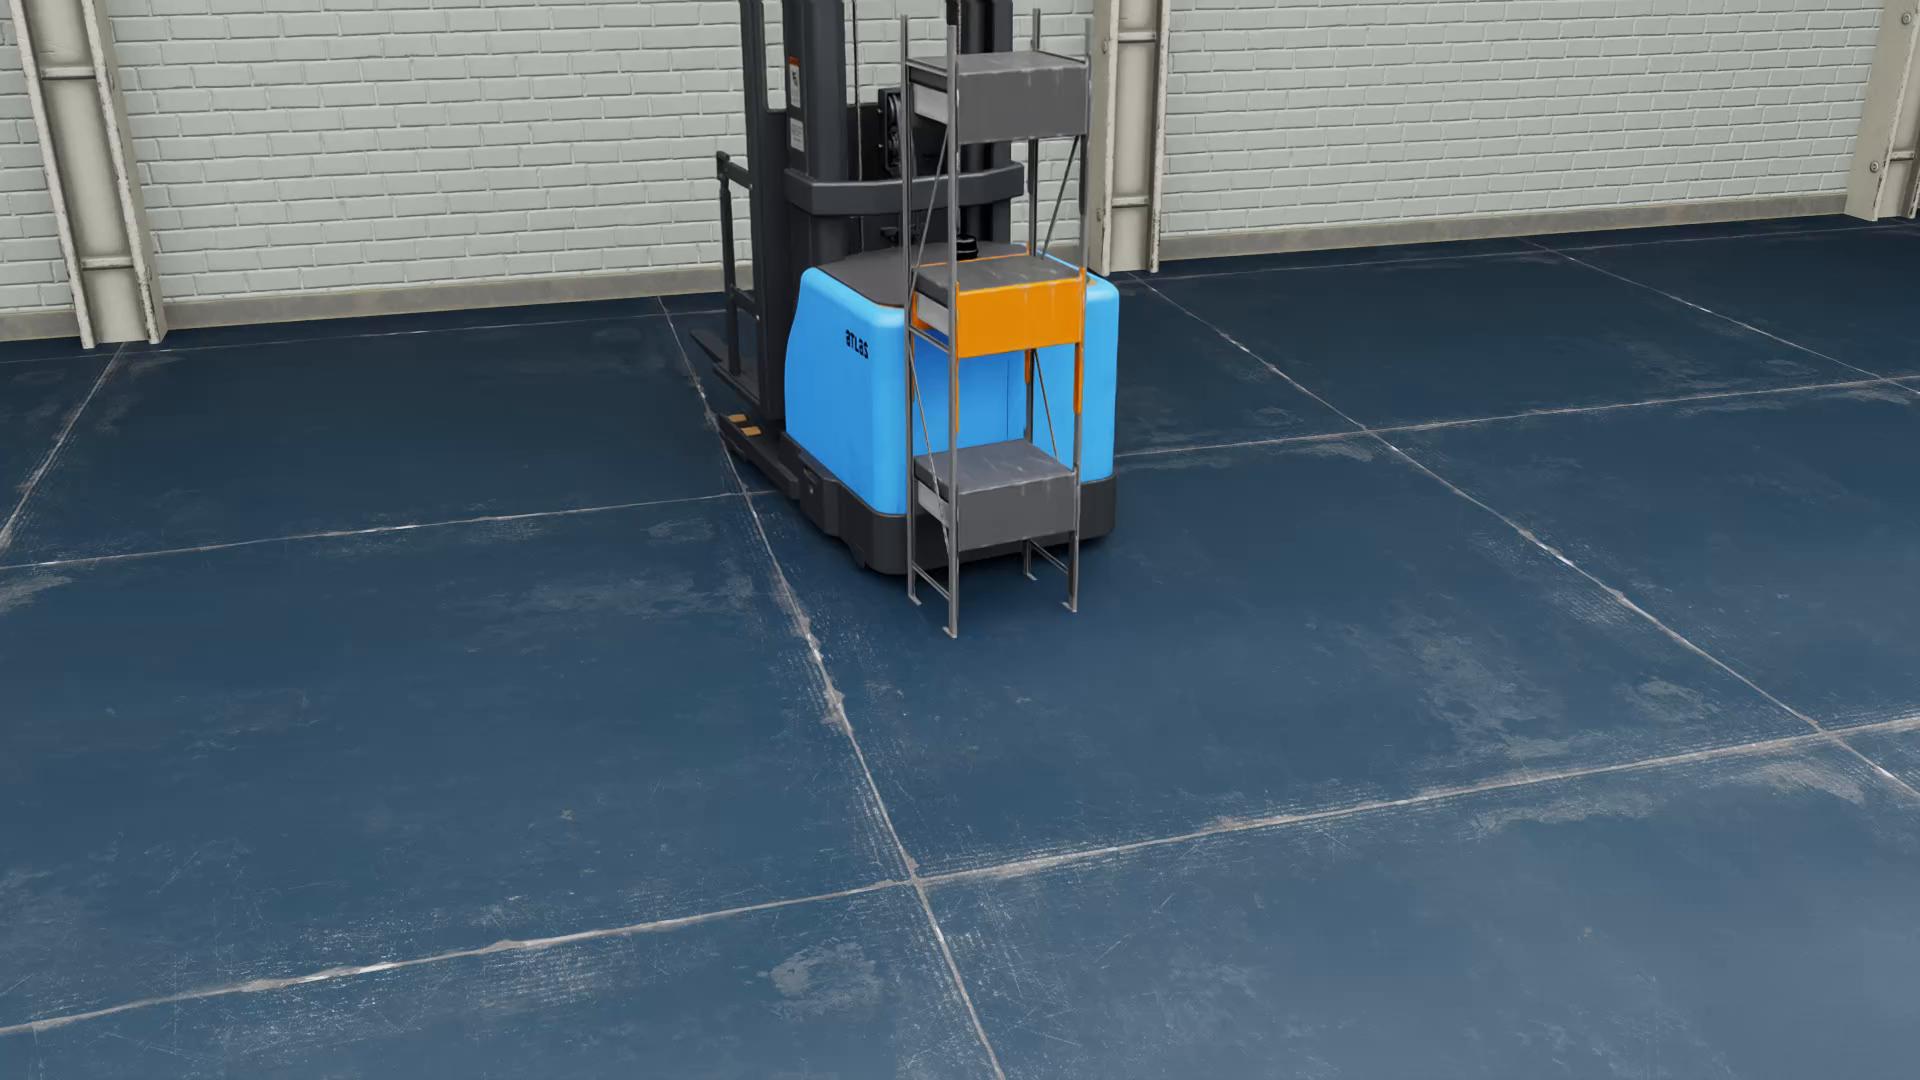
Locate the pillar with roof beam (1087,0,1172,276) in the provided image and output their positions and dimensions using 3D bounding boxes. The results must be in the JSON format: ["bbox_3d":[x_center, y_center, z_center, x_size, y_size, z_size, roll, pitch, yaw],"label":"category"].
[{"bbox_3d":[2.223,-4.281,5.316,0.400,9.000,9.100,-6,24,-14],"label":"pillar with roof beam"}]

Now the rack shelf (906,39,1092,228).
[{"bbox_3d":[0.117,-1.353,5.500,0.480,0.518,0.431,-11,25,-23],"label":"rack shelf"}]

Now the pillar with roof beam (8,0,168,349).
[{"bbox_3d":[-3.554,-3.642,3.826,0.400,9.000,9.100,-6,24,-14],"label":"pillar with roof beam"}]

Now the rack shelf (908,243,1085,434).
[{"bbox_3d":[0.117,-0.710,5.776,0.480,0.518,0.431,-11,25,-23],"label":"rack shelf"}]

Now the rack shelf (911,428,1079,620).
[{"bbox_3d":[0.117,-0.067,6.052,0.480,0.518,0.431,-11,25,-23],"label":"rack shelf"}]

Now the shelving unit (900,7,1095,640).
[{"bbox_3d":[0.117,-0.722,5.771,0.503,2.100,0.431,-11,25,-23],"label":"shelving unit"}]

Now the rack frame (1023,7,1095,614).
[{"bbox_3d":[0.337,-0.764,5.867,0.015,2.100,0.400,-11,25,-23],"label":"rack frame"}]

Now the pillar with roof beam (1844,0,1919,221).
[{"bbox_3d":[8.000,-4.920,6.805,0.400,9.000,9.100,-6,24,-14],"label":"pillar with roof beam"}]

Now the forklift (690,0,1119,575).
[{"bbox_3d":[-0.467,-1.764,7.144,1.130,2.935,3.031,-11,25,-23],"label":"forklift"}]

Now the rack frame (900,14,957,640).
[{"bbox_3d":[-0.103,-0.681,5.674,0.015,2.100,0.400,-11,25,-23],"label":"rack frame"}]
